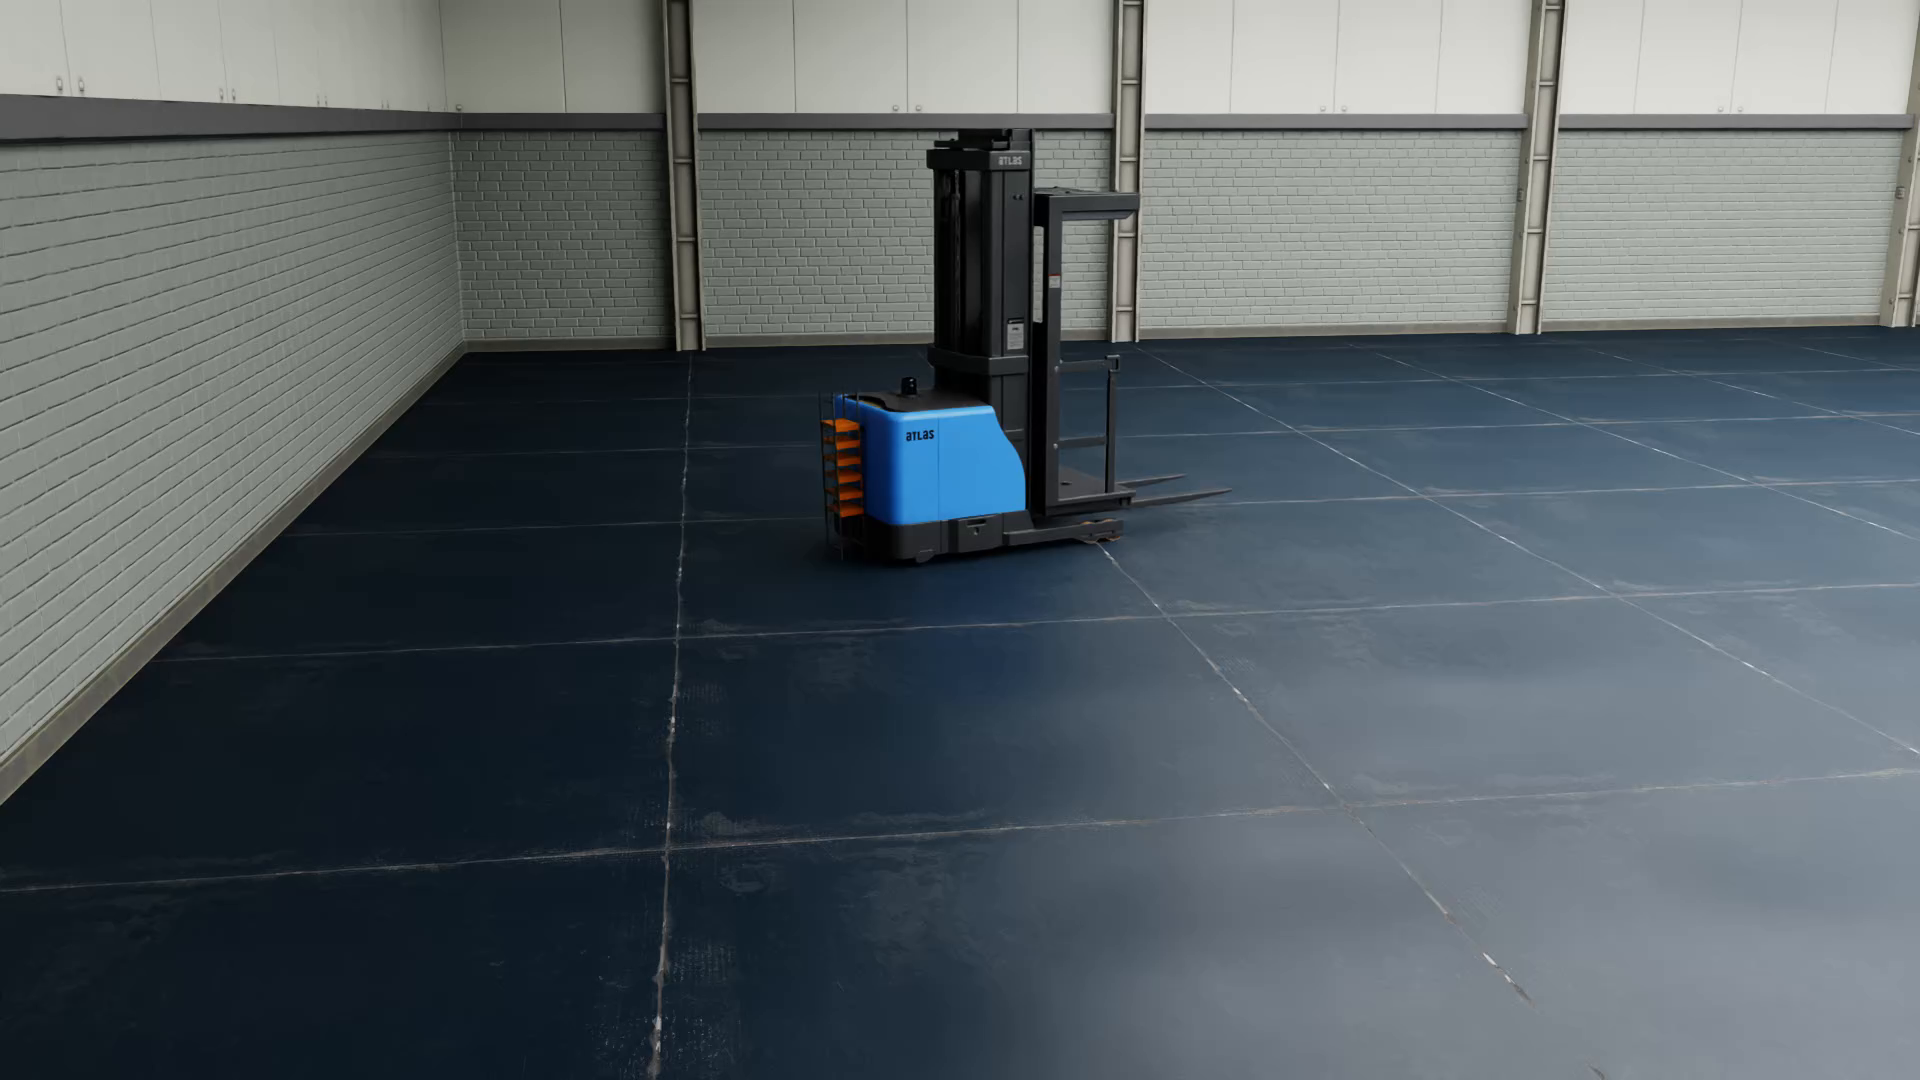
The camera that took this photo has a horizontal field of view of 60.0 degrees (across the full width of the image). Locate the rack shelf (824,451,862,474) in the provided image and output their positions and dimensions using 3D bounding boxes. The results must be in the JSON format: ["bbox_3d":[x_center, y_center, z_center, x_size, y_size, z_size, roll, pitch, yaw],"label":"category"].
[{"bbox_3d":[-0.825,-0.543,11.595,0.180,0.103,0.258,-10,17,-28],"label":"rack shelf"}]

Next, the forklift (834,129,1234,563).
[{"bbox_3d":[0.626,-1.495,12.156,3.031,2.935,1.130,-7,16,-27],"label":"forklift"}]

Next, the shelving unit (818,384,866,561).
[{"bbox_3d":[-0.822,-0.470,11.615,0.189,1.200,0.258,-10,17,-28],"label":"shelving unit"}]

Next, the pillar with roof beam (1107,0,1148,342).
[{"bbox_3d":[2.930,-6.134,18.181,0.400,9.000,9.100,-2,14,-8],"label":"pillar with roof beam"}]

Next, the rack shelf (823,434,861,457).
[{"bbox_3d":[-0.829,-0.659,11.564,0.180,0.103,0.258,-10,17,-28],"label":"rack shelf"}]

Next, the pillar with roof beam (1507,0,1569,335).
[{"bbox_3d":[8.863,-6.351,19.048,0.400,9.000,9.100,-2,14,-8],"label":"pillar with roof beam"}]

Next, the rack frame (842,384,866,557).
[{"bbox_3d":[-0.742,-0.485,11.658,0.006,1.200,0.240,-10,17,-28],"label":"rack frame"}]

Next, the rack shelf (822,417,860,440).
[{"bbox_3d":[-0.833,-0.774,11.532,0.180,0.103,0.258,-10,17,-28],"label":"rack shelf"}]

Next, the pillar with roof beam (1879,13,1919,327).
[{"bbox_3d":[14.796,-6.569,19.915,0.400,9.000,9.100,-2,14,-8],"label":"pillar with roof beam"}]

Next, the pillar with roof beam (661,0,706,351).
[{"bbox_3d":[-3.003,-5.916,17.314,0.400,9.000,9.100,-2,14,-8],"label":"pillar with roof beam"}]

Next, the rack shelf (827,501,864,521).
[{"bbox_3d":[-0.812,-0.196,11.690,0.180,0.103,0.258,-10,17,-28],"label":"rack shelf"}]

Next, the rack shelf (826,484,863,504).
[{"bbox_3d":[-0.816,-0.311,11.658,0.180,0.103,0.258,-10,17,-28],"label":"rack shelf"}]

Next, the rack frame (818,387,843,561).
[{"bbox_3d":[-0.901,-0.455,11.572,0.006,1.200,0.240,-10,17,-28],"label":"rack frame"}]

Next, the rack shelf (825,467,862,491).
[{"bbox_3d":[-0.820,-0.427,11.627,0.180,0.103,0.258,-10,17,-28],"label":"rack shelf"}]
